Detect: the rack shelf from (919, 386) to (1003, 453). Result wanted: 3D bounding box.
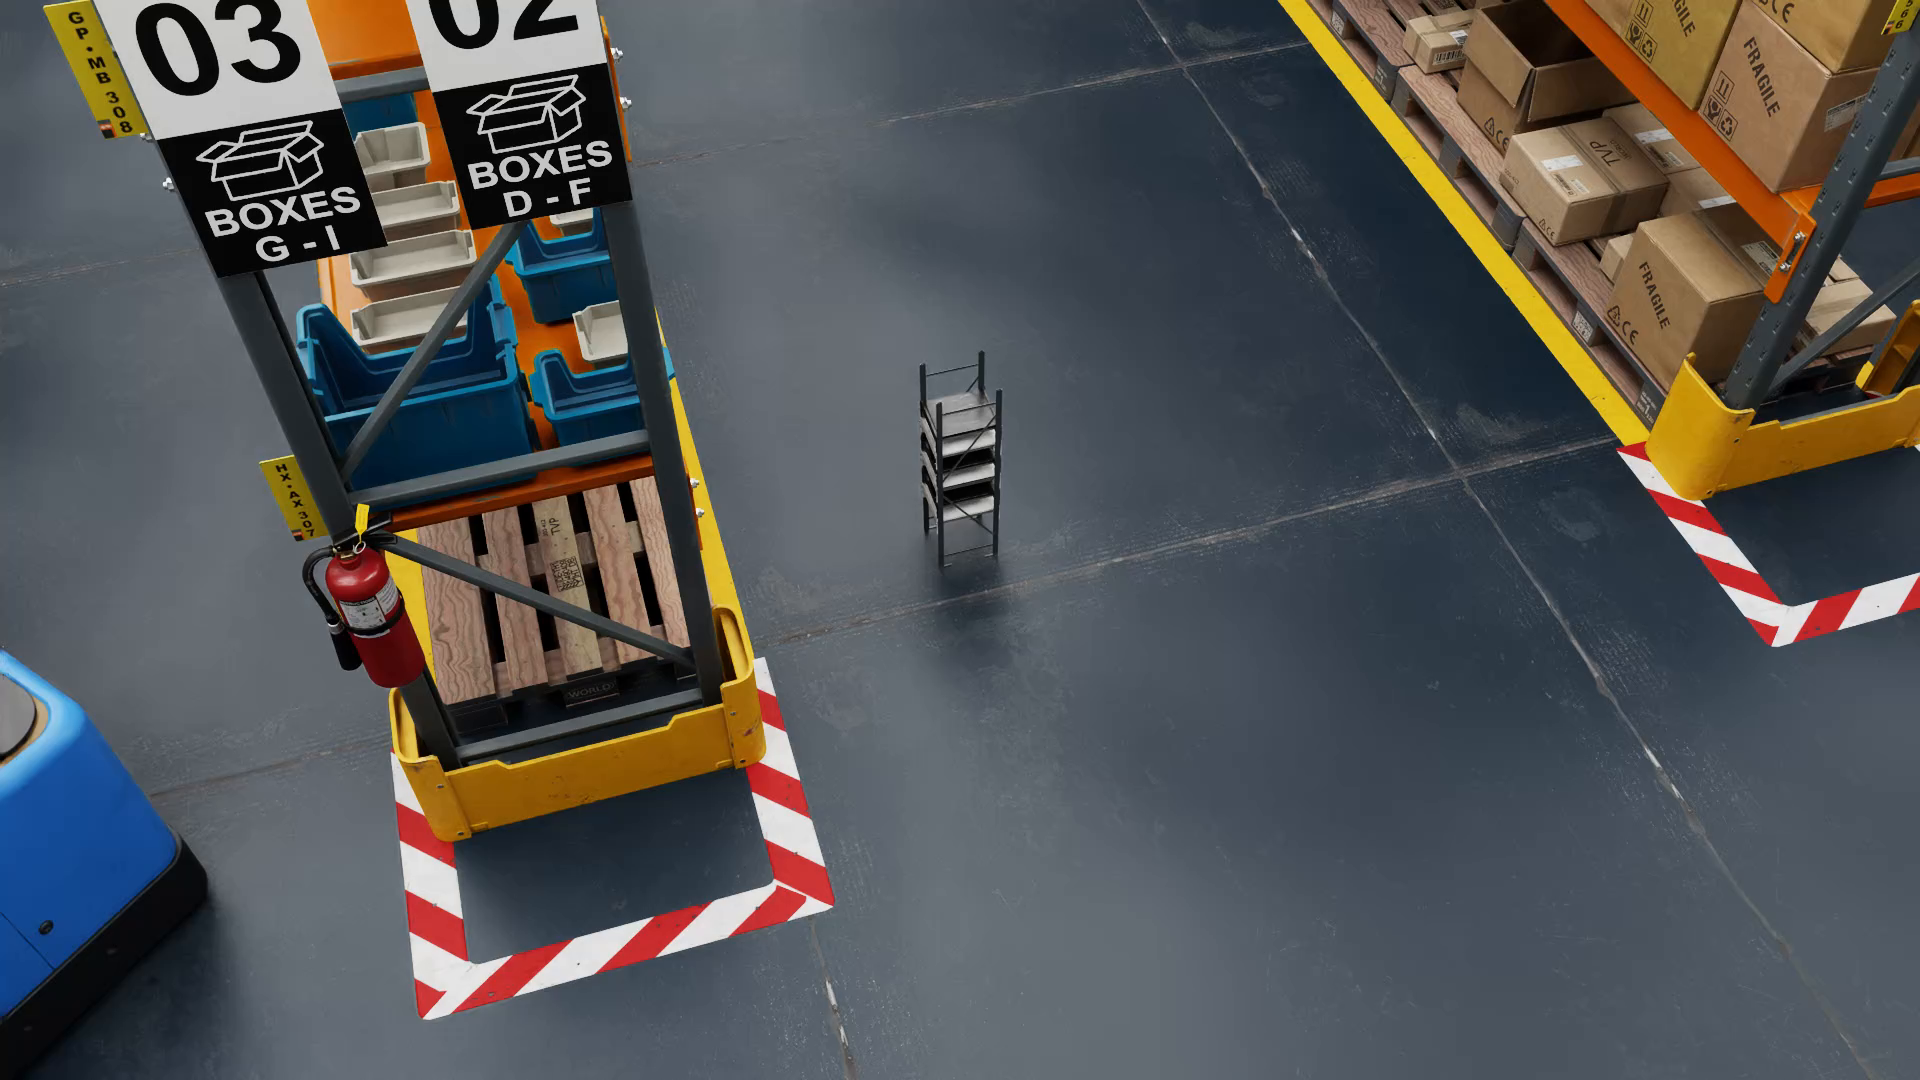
[{"bbox_3d":[0.002,-0.437,6.010,0.258,0.077,0.200,-13,51,-11],"label":"rack shelf"}]

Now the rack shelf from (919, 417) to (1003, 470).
[{"bbox_3d":[0.002,-0.379,6.078,0.258,0.077,0.200,-13,51,-11],"label":"rack shelf"}]

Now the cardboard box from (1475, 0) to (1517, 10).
[{"bbox_3d":[2.911,-2.610,8.249,0.500,0.311,0.500,-13,51,-11],"label":"cardboard box"}]

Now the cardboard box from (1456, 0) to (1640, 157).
[{"bbox_3d":[2.810,-2.201,7.778,0.797,0.503,0.637,-13,51,-11],"label":"cardboard box"}]

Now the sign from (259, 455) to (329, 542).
[{"bbox_3d":[-1.821,-0.112,4.566,0.100,0.325,0.005,-13,51,-11],"label":"sign"}]

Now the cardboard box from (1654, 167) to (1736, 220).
[{"bbox_3d":[3.395,-1.395,7.264,0.500,0.250,0.500,-13,51,-11],"label":"cardboard box"}]

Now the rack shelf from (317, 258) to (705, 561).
[{"bbox_3d":[-1.892,-1.425,6.249,1.077,0.370,4.000,-13,51,-11],"label":"rack shelf"}]

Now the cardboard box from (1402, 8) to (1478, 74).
[{"bbox_3d":[2.433,-2.478,8.232,0.380,0.166,0.250,-13,51,-11],"label":"cardboard box"}]

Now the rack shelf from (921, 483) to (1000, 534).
[{"bbox_3d":[0.002,-0.147,6.354,0.258,0.077,0.200,-13,51,-11],"label":"rack shelf"}]

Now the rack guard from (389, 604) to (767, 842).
[{"bbox_3d":[-1.281,0.625,5.686,1.175,0.500,0.348,-13,51,-11],"label":"rack guard"}]

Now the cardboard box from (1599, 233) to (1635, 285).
[{"bbox_3d":[3.003,-1.199,7.154,0.380,0.166,0.250,-13,51,-11],"label":"cardboard box"}]

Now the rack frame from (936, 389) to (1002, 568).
[{"bbox_3d":[0.032,-0.210,6.128,0.240,0.900,0.006,-13,51,-11],"label":"rack frame"}]

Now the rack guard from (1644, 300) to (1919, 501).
[{"bbox_3d":[3.410,-0.563,6.687,1.175,0.500,0.348,-13,51,-11],"label":"rack guard"}]

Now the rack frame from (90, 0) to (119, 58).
[{"bbox_3d":[-1.300,-2.129,2.449,1.000,3.000,0.127,-13,51,-11],"label":"rack frame"}]

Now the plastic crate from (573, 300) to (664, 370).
[{"bbox_3d":[-1.074,-0.638,5.249,0.250,0.136,0.298,-13,51,-11],"label":"plastic crate"}]

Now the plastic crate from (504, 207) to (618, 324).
[{"bbox_3d":[-1.253,-0.897,5.404,0.416,0.233,0.300,-13,51,-11],"label":"plastic crate"}]

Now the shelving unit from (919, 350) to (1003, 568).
[{"bbox_3d":[0.002,-0.284,6.191,0.258,0.900,0.210,-13,51,-11],"label":"shelving unit"}]

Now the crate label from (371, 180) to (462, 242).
[{"bbox_3d":[-1.892,-1.098,5.636,0.396,0.136,0.243,-13,51,-11],"label":"crate label"}]

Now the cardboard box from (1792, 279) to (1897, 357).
[{"bbox_3d":[3.637,-0.919,6.930,0.380,0.149,0.250,-13,51,-11],"label":"cardboard box"}]

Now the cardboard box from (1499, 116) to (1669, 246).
[{"bbox_3d":[2.784,-1.611,7.446,0.500,0.250,0.500,-13,51,-11],"label":"cardboard box"}]

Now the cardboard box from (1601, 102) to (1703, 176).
[{"bbox_3d":[3.247,-1.760,7.572,0.500,0.250,0.500,-13,51,-11],"label":"cardboard box"}]

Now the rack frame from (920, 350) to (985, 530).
[{"bbox_3d":[-0.028,-0.358,6.253,0.240,0.900,0.006,-13,51,-11],"label":"rack frame"}]

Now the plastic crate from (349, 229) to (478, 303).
[{"bbox_3d":[-1.786,-0.900,5.469,0.396,0.136,0.243,-13,51,-11],"label":"plastic crate"}]

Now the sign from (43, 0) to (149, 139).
[{"bbox_3d":[-1.821,-0.993,3.521,0.100,0.325,0.005,-13,51,-11],"label":"sign"}]

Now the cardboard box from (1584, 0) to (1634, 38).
[{"bbox_3d":[2.741,-2.355,6.497,0.500,0.500,0.500,-13,51,-11],"label":"cardboard box"}]

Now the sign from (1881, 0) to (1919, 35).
[{"bbox_3d":[2.897,-1.677,5.028,0.100,0.325,0.005,-13,51,-11],"label":"sign"}]

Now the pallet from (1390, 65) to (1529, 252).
[{"bbox_3d":[2.816,-1.941,8.038,1.003,0.211,1.213,-13,51,-11],"label":"pallet"}]

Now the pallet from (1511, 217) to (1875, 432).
[{"bbox_3d":[3.174,-1.052,7.288,1.003,0.211,1.213,-13,51,-11],"label":"pallet"}]

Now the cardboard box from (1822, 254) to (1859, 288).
[{"bbox_3d":[3.563,-1.108,7.077,0.380,0.166,0.250,-13,51,-11],"label":"cardboard box"}]

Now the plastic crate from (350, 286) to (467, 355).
[{"bbox_3d":[-1.714,-0.685,5.288,0.396,0.136,0.243,-13,51,-11],"label":"plastic crate"}]

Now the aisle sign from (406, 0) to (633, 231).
[{"bbox_3d":[-0.995,-1.048,3.761,0.394,0.787,0.004,-13,51,-11],"label":"aisle sign"}]

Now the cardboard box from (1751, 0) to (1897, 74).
[{"bbox_3d":[3.038,-1.930,5.486,0.500,0.500,0.500,-14,51,-11],"label":"cardboard box"}]

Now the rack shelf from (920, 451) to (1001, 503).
[{"bbox_3d":[0.002,-0.263,6.216,0.258,0.077,0.200,-13,51,-11],"label":"rack shelf"}]

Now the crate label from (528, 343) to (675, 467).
[{"bbox_3d":[-1.059,-0.416,4.999,0.416,0.233,0.303,-13,51,-11],"label":"crate label"}]

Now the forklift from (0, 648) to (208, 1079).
[{"bbox_3d":[-3.991,-0.077,4.688,3.031,2.935,1.130,27,55,21],"label":"forklift"}]

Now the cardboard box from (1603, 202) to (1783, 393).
[{"bbox_3d":[3.037,-0.991,6.760,0.500,0.500,0.500,-13,51,-11],"label":"cardboard box"}]

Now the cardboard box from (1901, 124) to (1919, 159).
[{"bbox_3d":[3.553,-1.729,5.970,0.500,0.500,0.500,-12,51,-10],"label":"cardboard box"}]

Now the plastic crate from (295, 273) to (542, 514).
[{"bbox_3d":[-1.578,-0.429,4.877,0.616,0.435,0.499,-13,51,-11],"label":"plastic crate"}]

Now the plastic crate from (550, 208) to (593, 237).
[{"bbox_3d":[-1.275,-1.133,5.666,0.250,0.136,0.298,-13,51,-11],"label":"plastic crate"}]

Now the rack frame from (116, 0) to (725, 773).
[{"bbox_3d":[-1.300,-0.196,4.743,1.000,3.000,0.127,-13,51,-11],"label":"rack frame"}]

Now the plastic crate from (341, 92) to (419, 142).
[{"bbox_3d":[-2.152,-1.603,6.000,0.416,0.233,0.300,-13,51,-11],"label":"plastic crate"}]

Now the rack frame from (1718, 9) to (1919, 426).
[{"bbox_3d":[3.433,-1.313,5.685,1.000,3.000,0.127,-13,51,-11],"label":"rack frame"}]

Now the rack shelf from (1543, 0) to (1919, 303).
[{"bbox_3d":[2.841,-2.542,7.191,1.077,0.370,4.000,-13,51,-11],"label":"rack shelf"}]

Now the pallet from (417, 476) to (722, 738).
[{"bbox_3d":[-1.507,0.092,6.324,1.003,0.211,1.213,-13,51,-11],"label":"pallet"}]

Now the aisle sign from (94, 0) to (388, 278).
[{"bbox_3d":[-1.559,-0.915,3.649,0.394,0.787,0.004,-13,51,-11],"label":"aisle sign"}]

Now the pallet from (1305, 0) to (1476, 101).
[{"bbox_3d":[2.452,-2.834,8.791,1.003,0.211,1.213,-13,51,-11],"label":"pallet"}]

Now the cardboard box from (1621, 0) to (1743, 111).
[{"bbox_3d":[2.884,-1.989,6.189,0.500,0.500,0.500,-13,51,-11],"label":"cardboard box"}]

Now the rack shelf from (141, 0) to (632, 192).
[{"bbox_3d":[-1.892,-2.391,5.102,1.077,0.370,4.000,-13,51,-11],"label":"rack shelf"}]

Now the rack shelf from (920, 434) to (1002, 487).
[{"bbox_3d":[0.002,-0.321,6.147,0.258,0.077,0.200,-13,51,-11],"label":"rack shelf"}]

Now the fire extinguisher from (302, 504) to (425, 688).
[{"bbox_3d":[-1.690,0.162,4.735,0.296,0.674,0.183,-13,51,-11],"label":"fire extinguisher"}]

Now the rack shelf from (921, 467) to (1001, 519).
[{"bbox_3d":[0.002,-0.205,6.285,0.258,0.077,0.200,-13,51,-11],"label":"rack shelf"}]

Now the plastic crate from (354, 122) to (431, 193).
[{"bbox_3d":[-1.997,-1.310,5.815,0.298,0.136,0.250,-13,51,-11],"label":"plastic crate"}]
